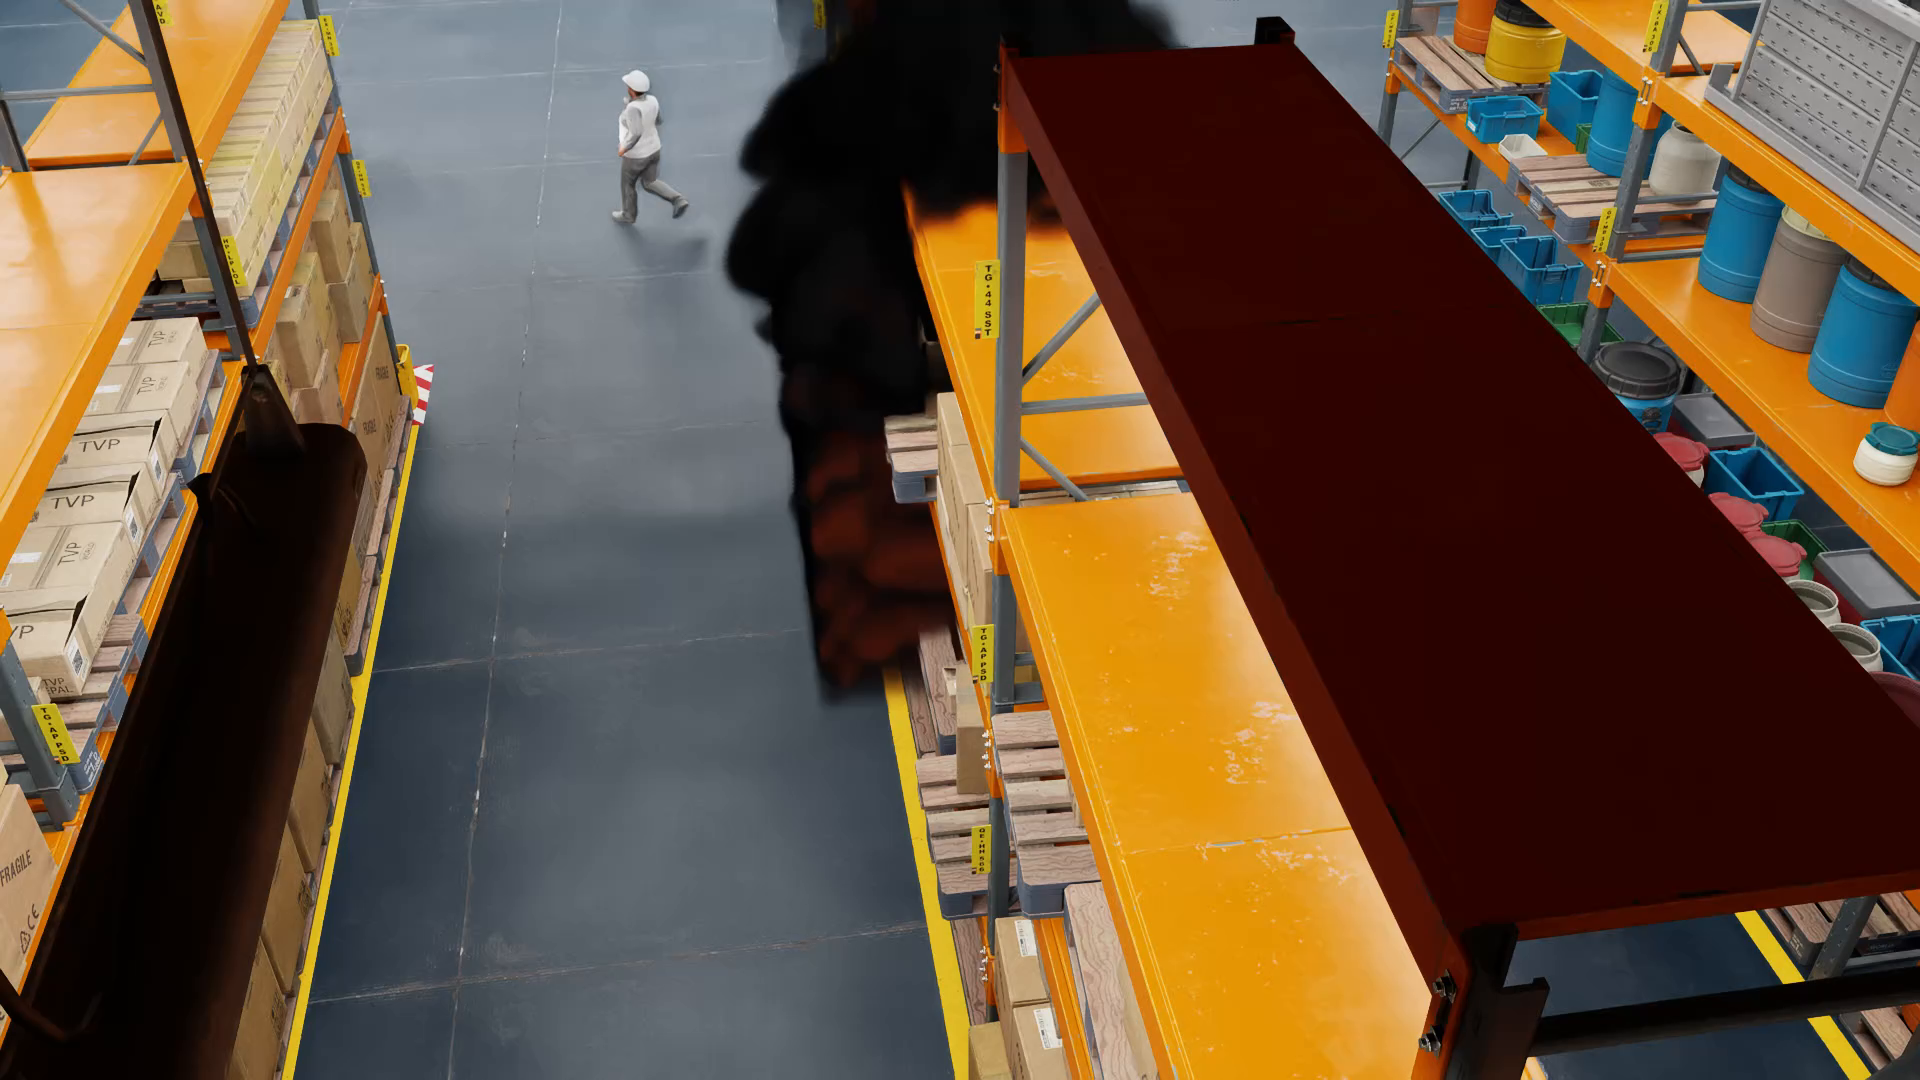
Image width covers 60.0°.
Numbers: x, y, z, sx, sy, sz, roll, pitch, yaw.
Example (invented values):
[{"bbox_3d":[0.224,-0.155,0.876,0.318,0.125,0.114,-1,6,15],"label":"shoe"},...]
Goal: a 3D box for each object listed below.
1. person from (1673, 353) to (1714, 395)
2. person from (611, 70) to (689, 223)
[{"bbox_3d":[6.475,-1.757,14.313,0.659,1.791,0.967,-14,39,-18],"label":"person"},{"bbox_3d":[-3.379,-4.113,17.577,0.971,1.739,0.676,18,40,23],"label":"person"}]
